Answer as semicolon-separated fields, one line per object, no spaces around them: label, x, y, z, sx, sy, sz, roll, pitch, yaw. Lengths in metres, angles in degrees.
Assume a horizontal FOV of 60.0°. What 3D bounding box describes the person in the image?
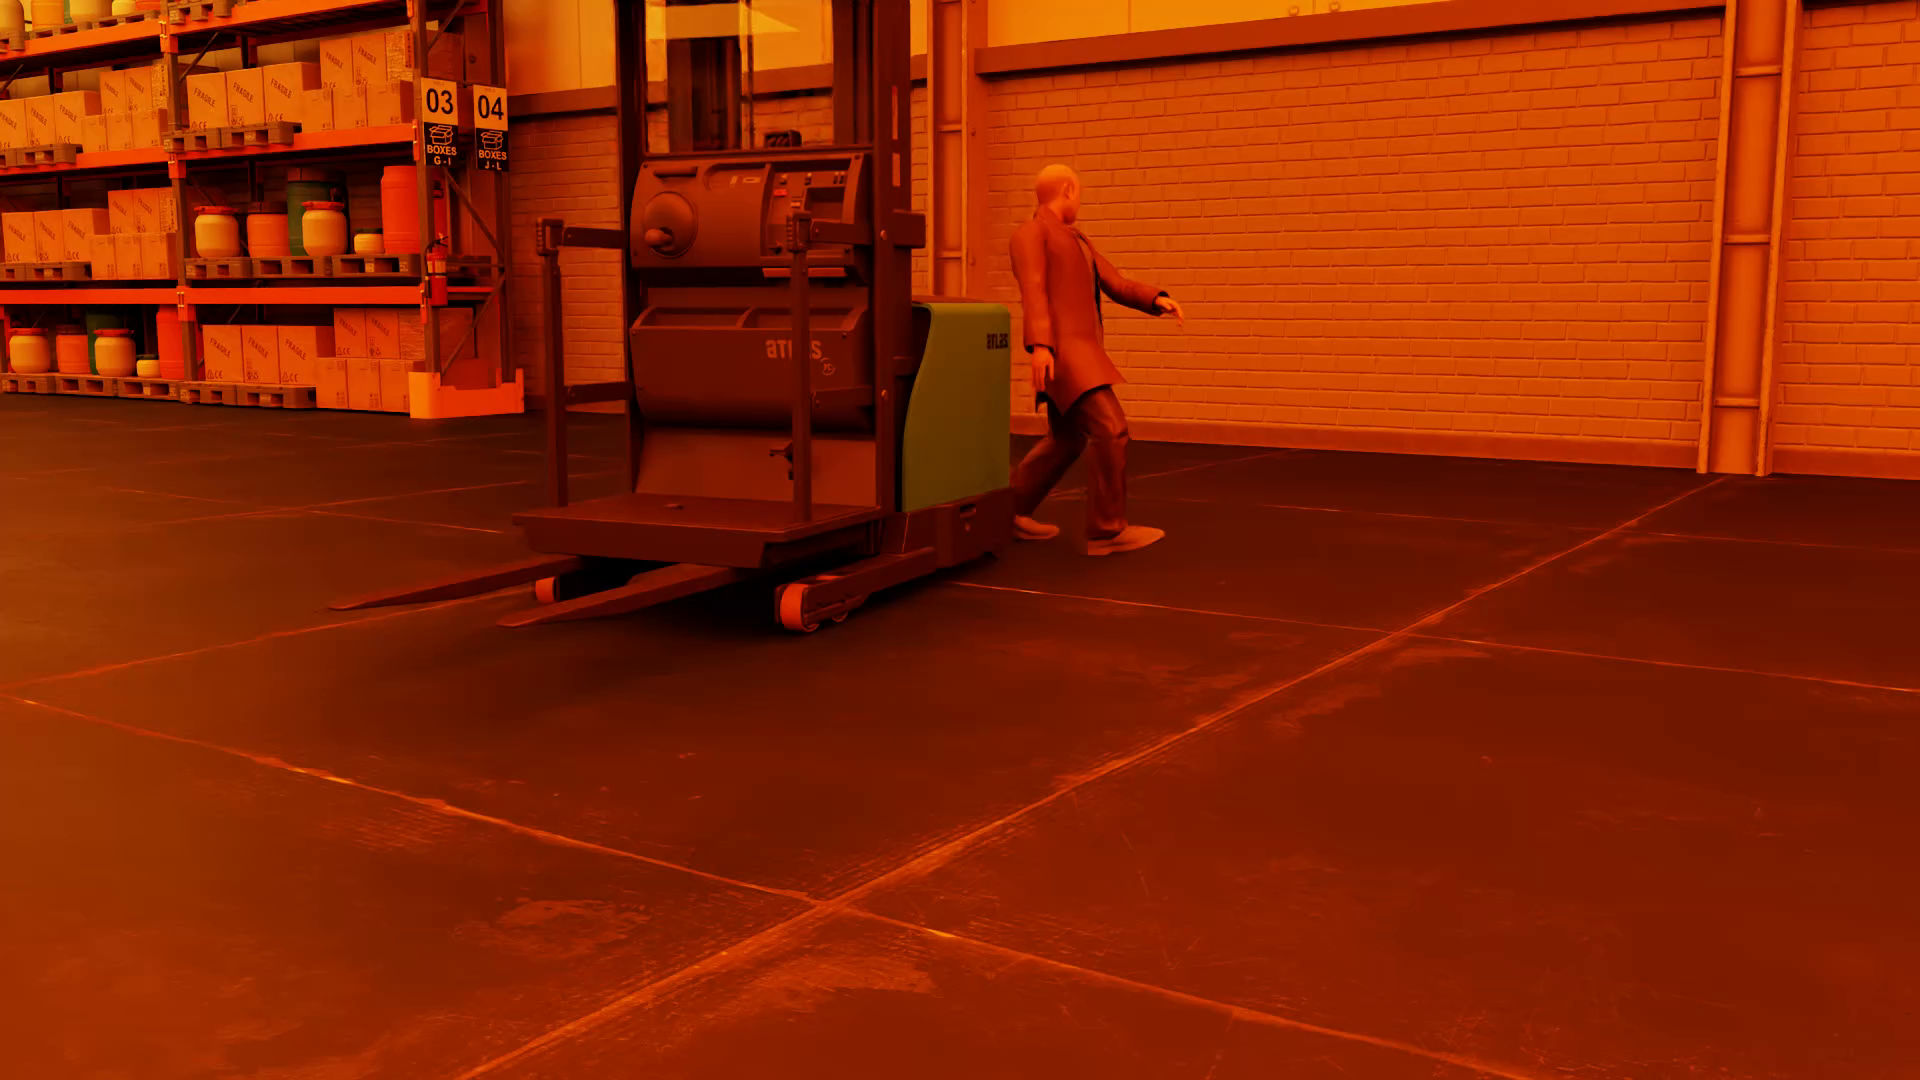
person;0.484;-0.782;7.195;0.949;1.685;0.783;2;8;14

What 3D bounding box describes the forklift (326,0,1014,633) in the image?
forklift;-0.853;-1.215;5.736;1.130;2.935;3.031;4;9;25
